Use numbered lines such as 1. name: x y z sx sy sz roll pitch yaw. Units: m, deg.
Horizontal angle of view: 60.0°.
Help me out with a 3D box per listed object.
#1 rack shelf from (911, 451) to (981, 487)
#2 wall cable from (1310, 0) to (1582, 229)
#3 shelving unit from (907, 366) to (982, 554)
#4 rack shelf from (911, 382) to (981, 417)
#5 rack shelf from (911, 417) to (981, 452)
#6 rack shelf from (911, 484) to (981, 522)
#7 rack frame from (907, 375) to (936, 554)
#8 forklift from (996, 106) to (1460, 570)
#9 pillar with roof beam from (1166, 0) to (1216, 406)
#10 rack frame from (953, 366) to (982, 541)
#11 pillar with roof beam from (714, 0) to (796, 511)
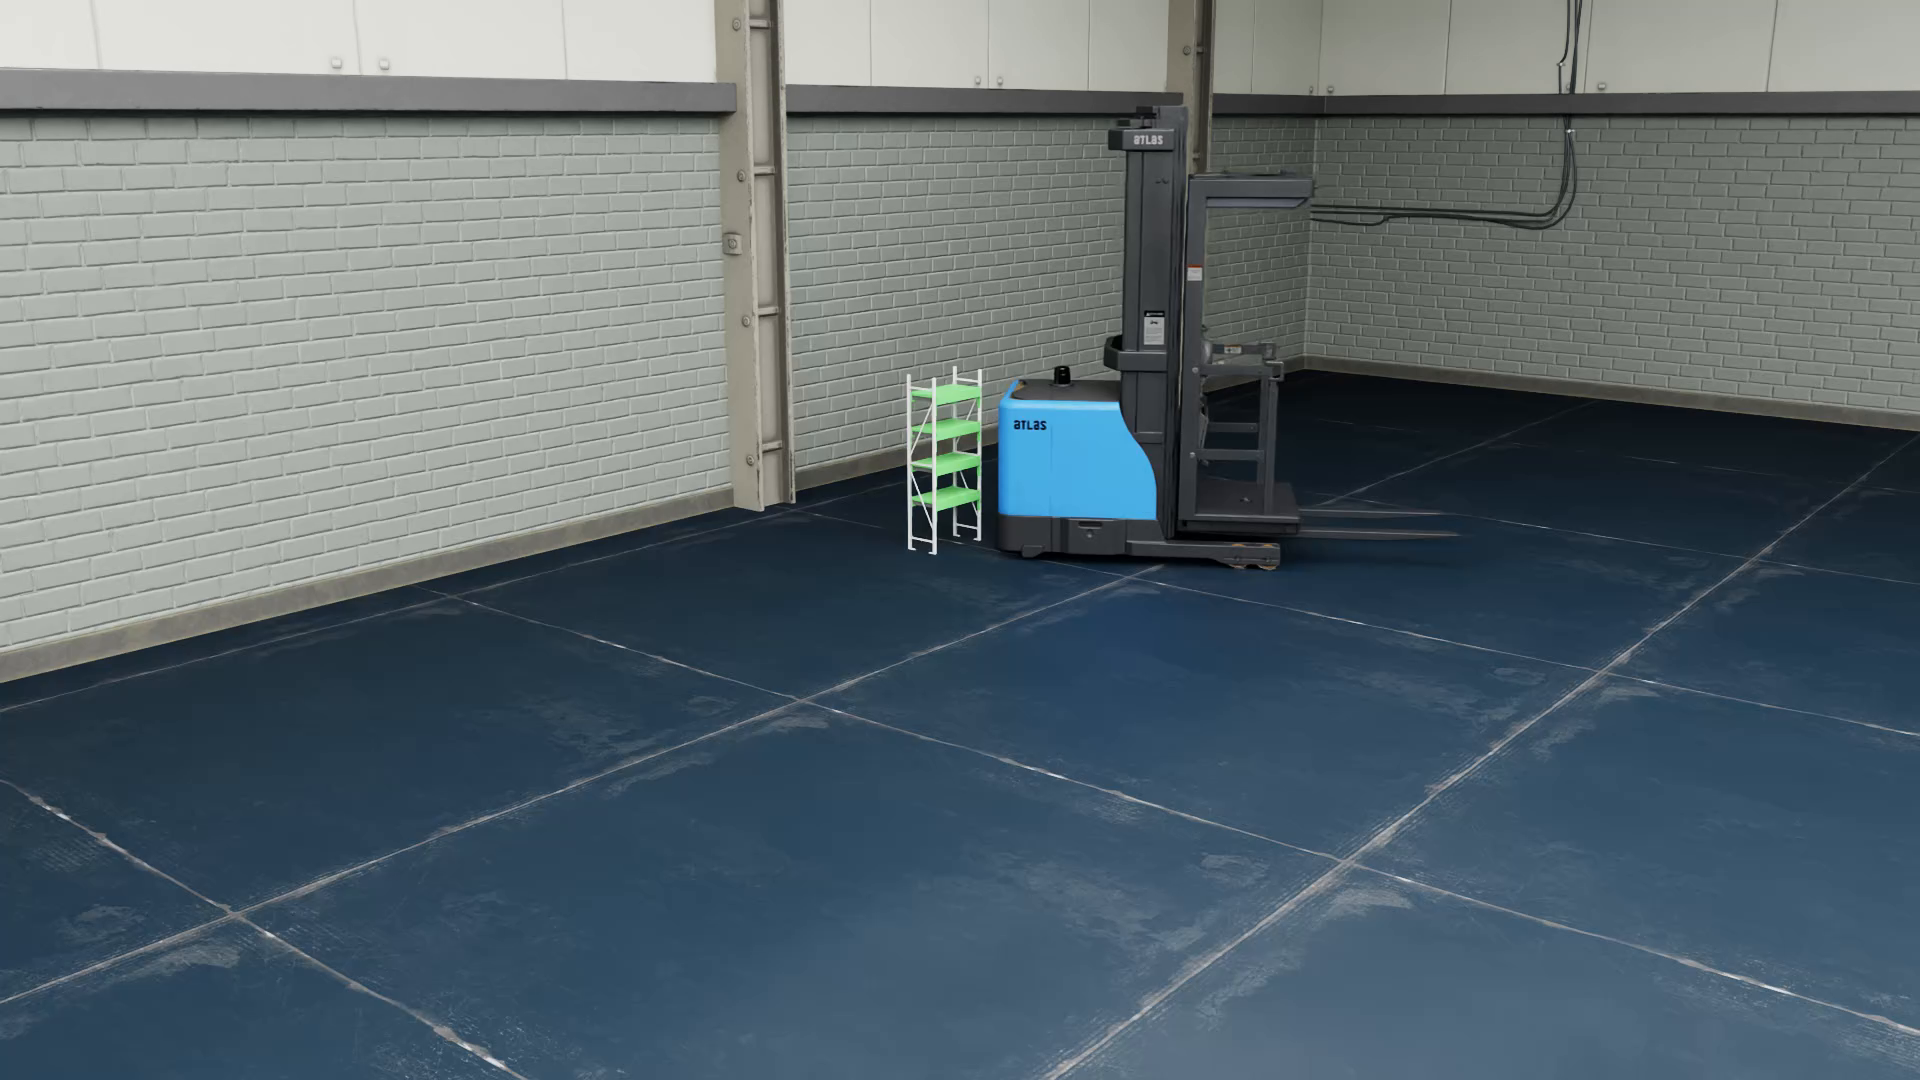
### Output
1. rack shelf: -0.104 -0.488 11.366 0.258 0.148 0.480 11 18 38
2. wall cable: 5.152 -4.640 17.918 3.097 2.526 0.112 11 18 38
3. shelving unit: -0.104 -0.550 11.350 0.258 1.200 0.503 11 18 38
4. rack shelf: -0.104 -0.953 11.248 0.258 0.148 0.480 11 18 38
5. rack shelf: -0.104 -0.721 11.307 0.258 0.148 0.480 11 18 38
6. rack shelf: -0.104 -0.255 11.425 0.258 0.148 0.480 11 18 38
7. rack frame: -0.257 -0.503 11.166 0.240 1.200 0.015 11 18 38
8. forklift: 1.797 -1.363 11.037 3.031 2.935 1.130 2 14 7
9. pillar with roof beam: 5.620 -5.119 13.498 9.100 9.000 0.400 11 18 38
10. rack frame: 0.049 -0.597 11.534 0.240 1.200 0.015 11 18 38
11. pillar with roof beam: 1.849 -3.970 8.975 9.100 9.000 0.400 11 18 38
